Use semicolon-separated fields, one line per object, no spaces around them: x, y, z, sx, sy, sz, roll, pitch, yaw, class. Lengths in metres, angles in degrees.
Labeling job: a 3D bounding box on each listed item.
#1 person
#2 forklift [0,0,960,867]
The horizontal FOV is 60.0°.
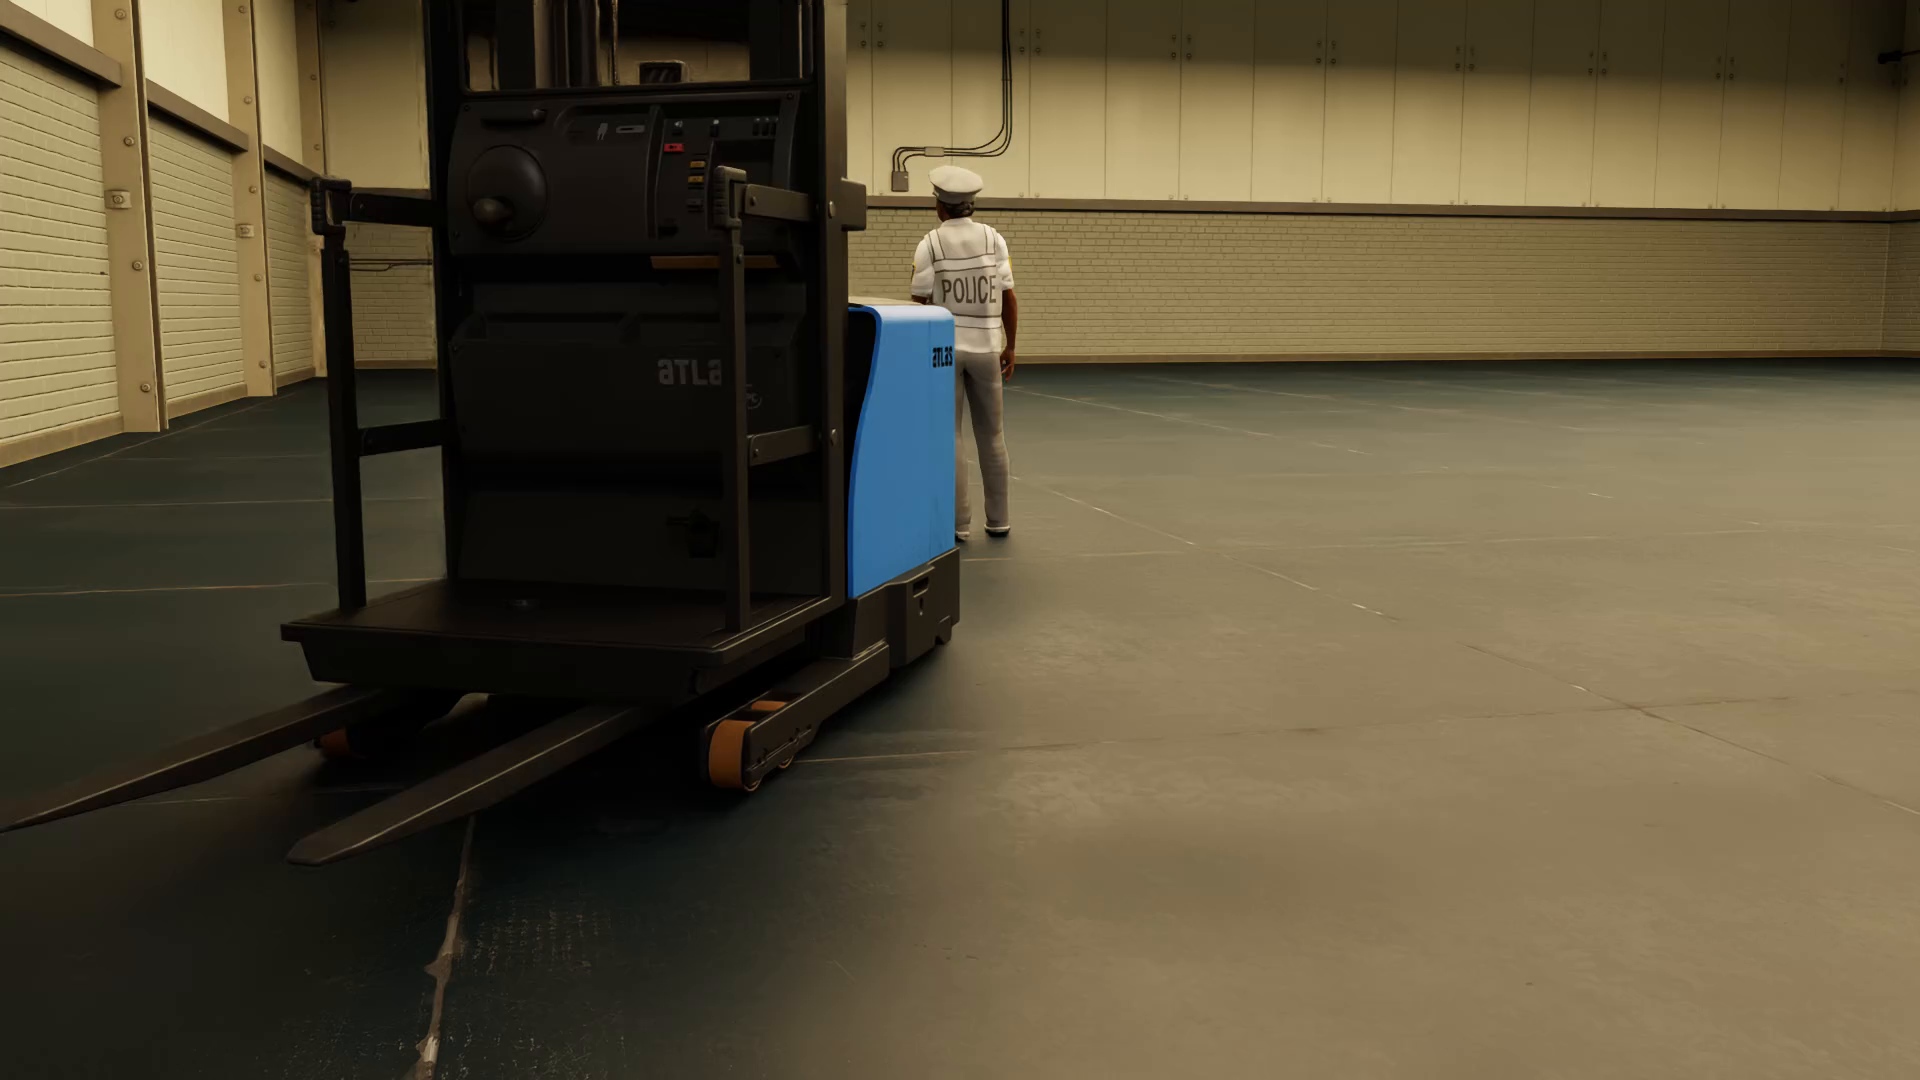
0.002;-0.857;7.665;0.569;1.694;0.530;-2;8;-13;person
-0.895;-0.949;3.916;1.130;2.935;3.031;2;8;16;forklift
